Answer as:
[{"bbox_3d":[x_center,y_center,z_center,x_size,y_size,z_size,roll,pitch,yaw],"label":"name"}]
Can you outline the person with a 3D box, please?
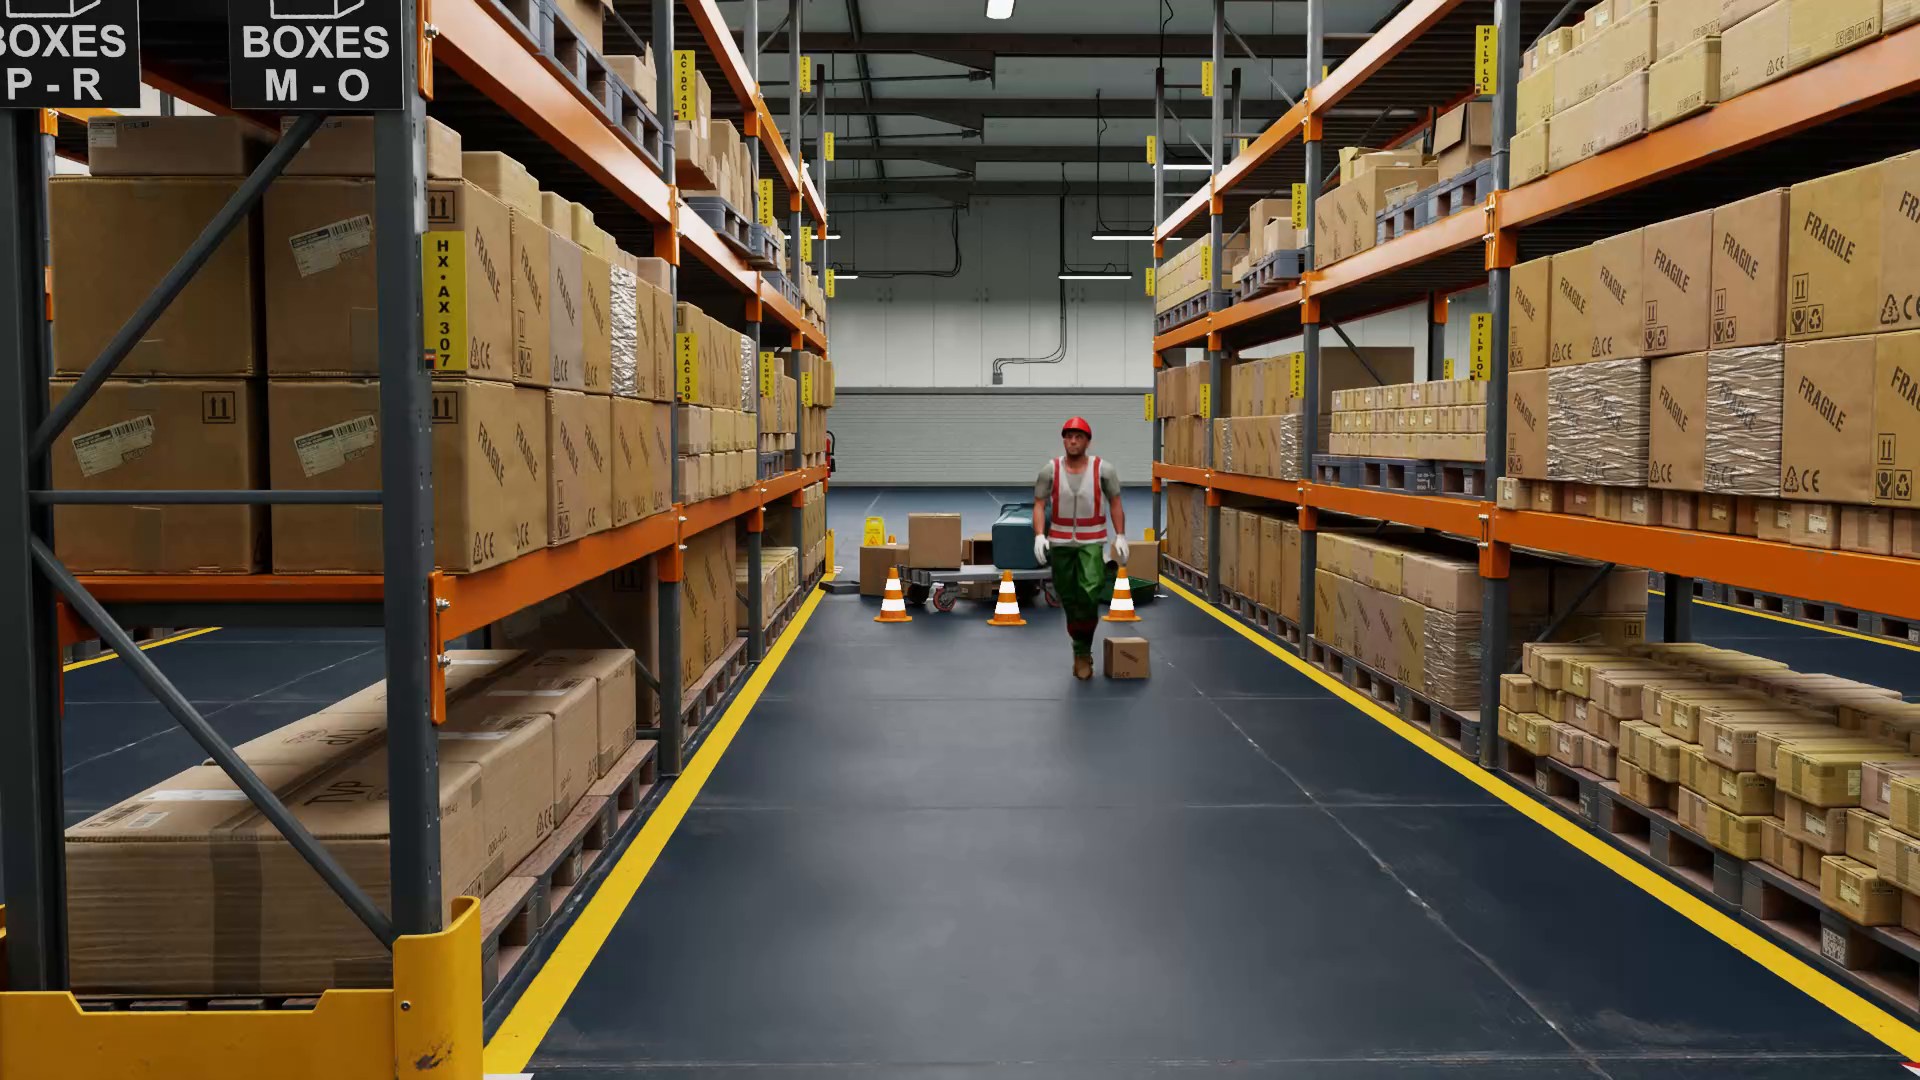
[{"bbox_3d":[0.832,0.175,11.406,0.638,1.574,0.618,1,4,13],"label":"person"}]
